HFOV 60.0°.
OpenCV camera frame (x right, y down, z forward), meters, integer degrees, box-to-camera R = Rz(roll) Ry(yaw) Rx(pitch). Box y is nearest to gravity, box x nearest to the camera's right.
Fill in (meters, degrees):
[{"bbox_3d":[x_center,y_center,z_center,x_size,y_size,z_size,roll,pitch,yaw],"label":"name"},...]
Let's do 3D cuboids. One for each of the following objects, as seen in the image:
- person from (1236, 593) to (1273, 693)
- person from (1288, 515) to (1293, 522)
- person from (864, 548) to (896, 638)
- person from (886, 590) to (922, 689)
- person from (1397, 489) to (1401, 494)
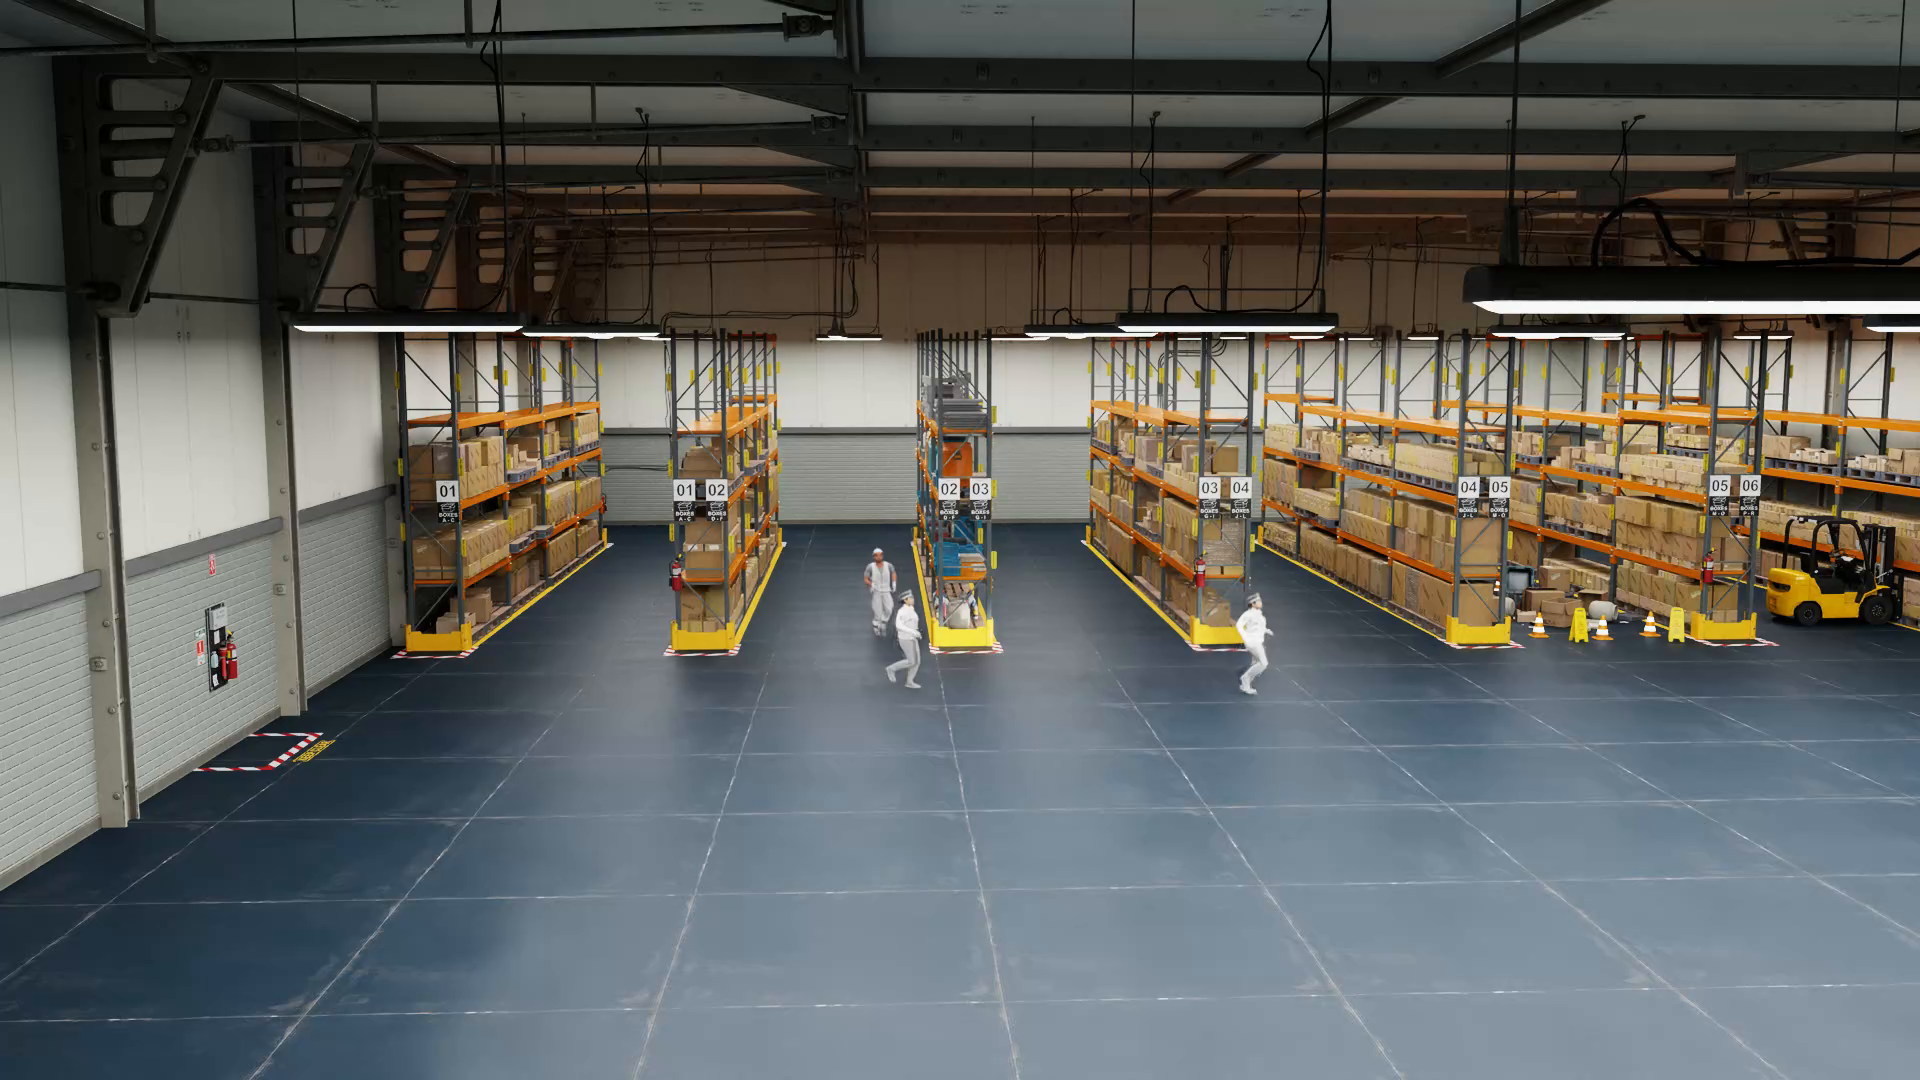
[{"bbox_3d":[4.845,1.682,27.183,0.513,1.658,0.667,4,8,33],"label":"person"},{"bbox_3d":[9.879,-0.893,48.876,0.617,1.704,0.721,5,8,37],"label":"person"},{"bbox_3d":[-1.539,1.037,32.381,0.665,1.751,0.656,-2,7,-13],"label":"person"},{"bbox_3d":[-0.905,1.640,27.712,0.620,1.657,0.616,2,7,18],"label":"person"},{"bbox_3d":[12.921,-0.912,49.460,0.516,1.611,0.598,1,7,6],"label":"person"}]
